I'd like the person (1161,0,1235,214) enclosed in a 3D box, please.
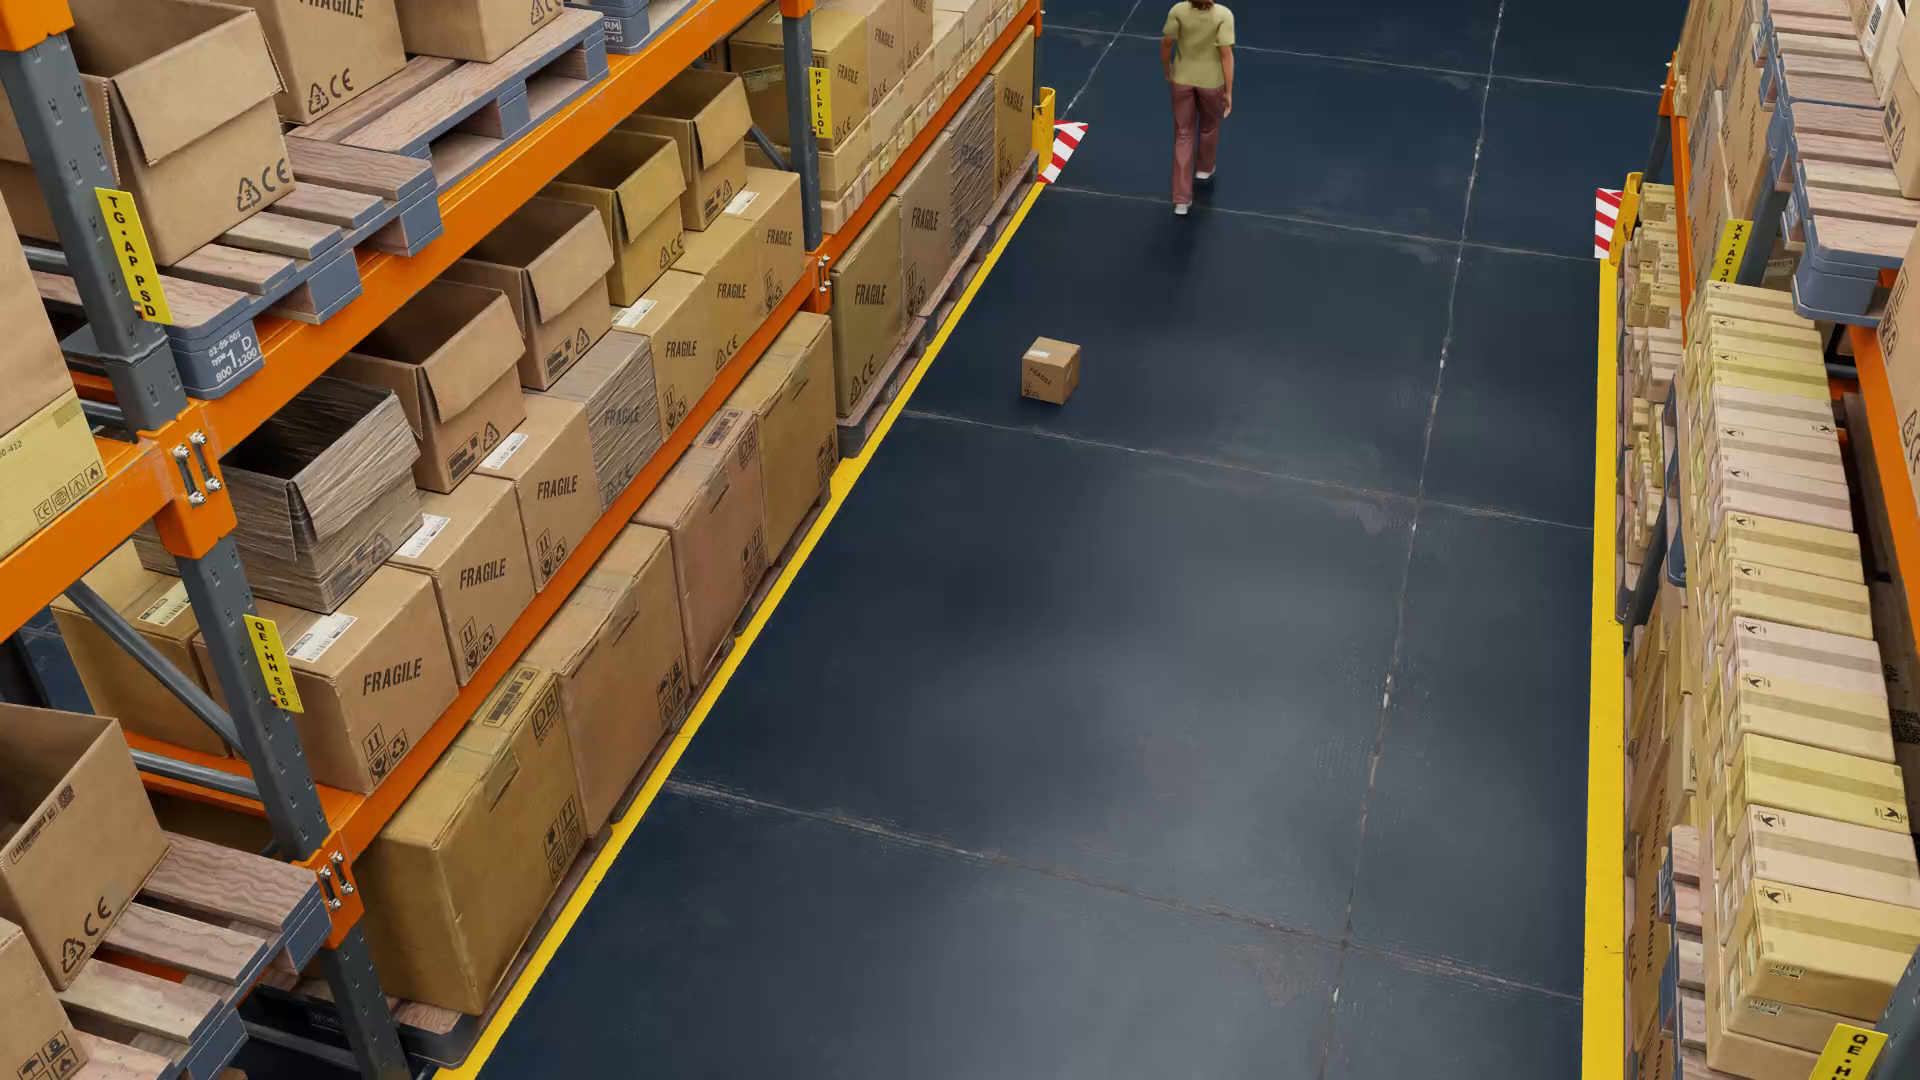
[{"bbox_3d":[1.556,-3.047,10.909,0.494,1.645,0.830,6,38,8],"label":"person"}]
